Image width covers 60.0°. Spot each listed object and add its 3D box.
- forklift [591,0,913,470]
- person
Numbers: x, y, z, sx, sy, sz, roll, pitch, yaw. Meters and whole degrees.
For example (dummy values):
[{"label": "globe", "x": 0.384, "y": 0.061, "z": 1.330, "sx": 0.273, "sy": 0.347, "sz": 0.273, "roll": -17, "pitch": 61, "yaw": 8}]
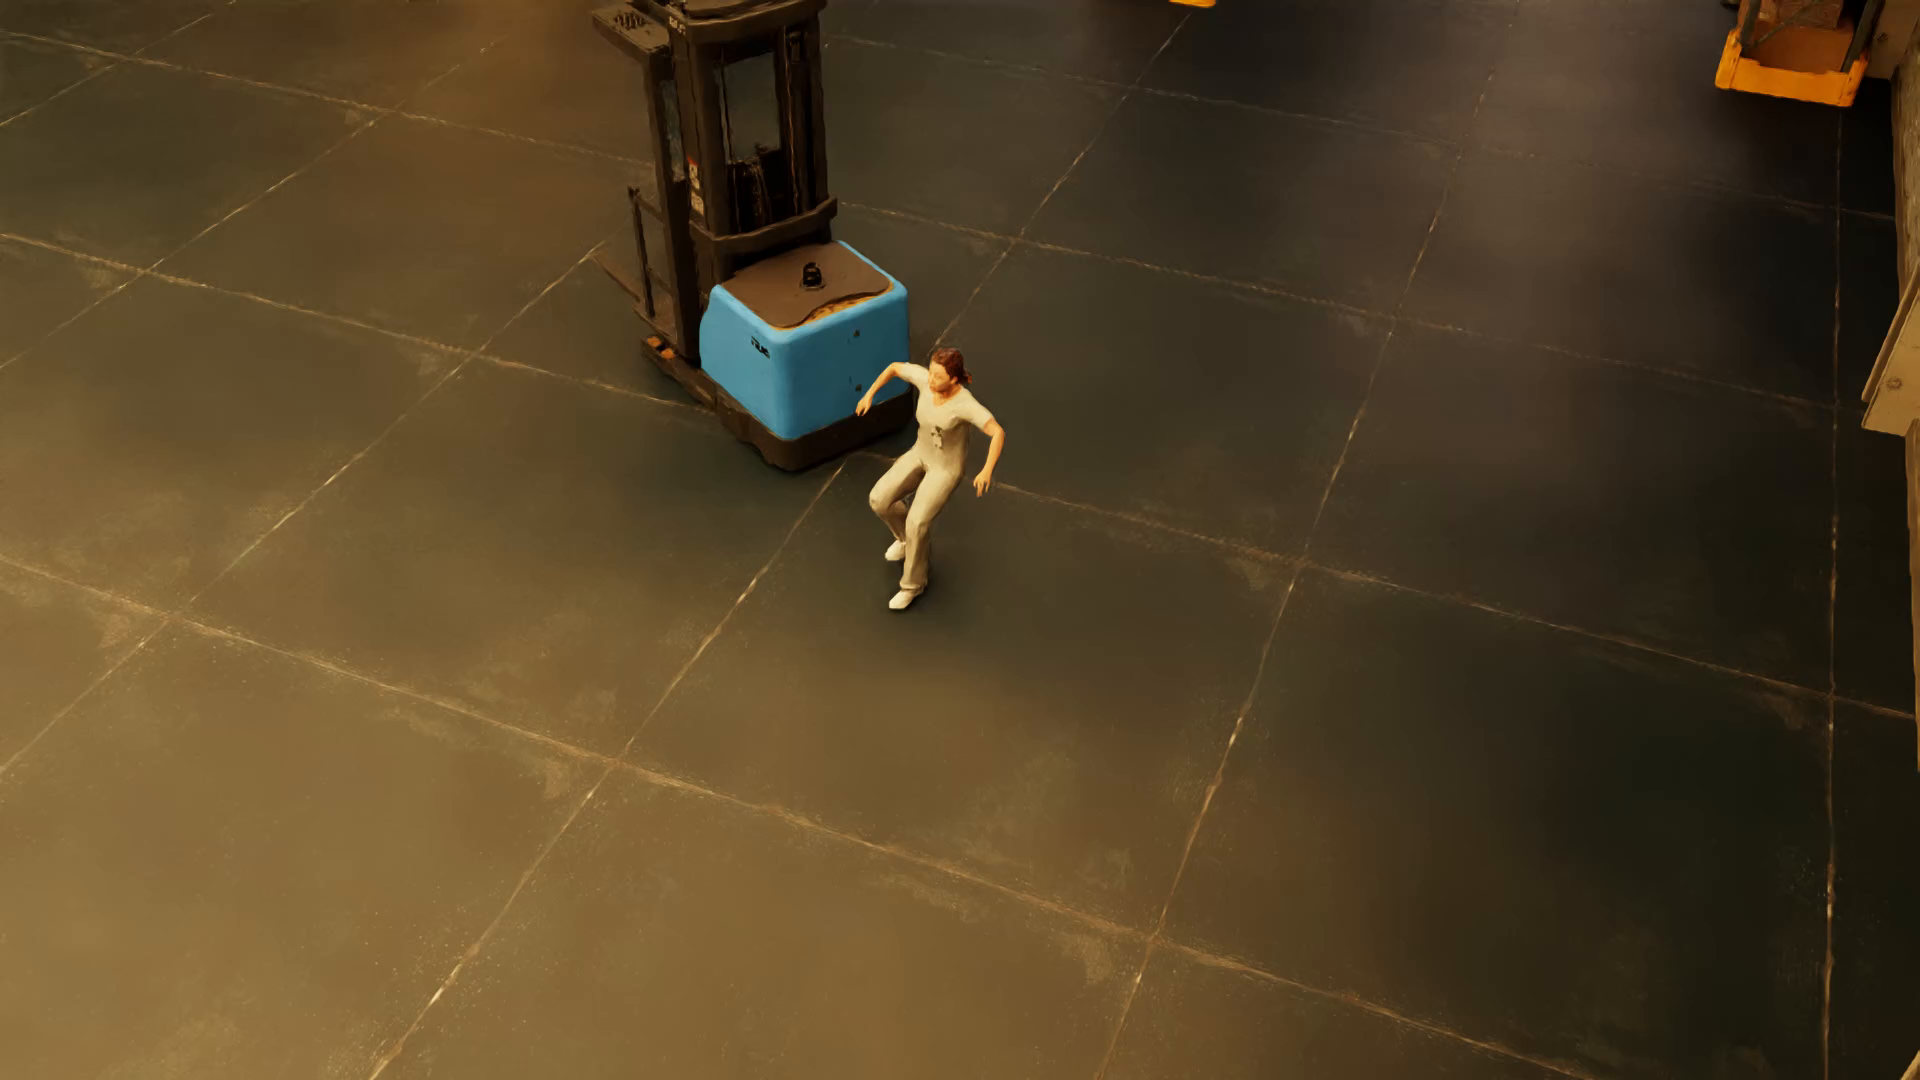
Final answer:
[{"label": "forklift", "x": -1.602, "y": -2.469, "z": 10.956, "sx": 1.130, "sy": 2.935, "sz": 3.031, "roll": -26, "pitch": 46, "yaw": -27}, {"label": "person", "x": -0.237, "y": -0.381, "z": 9.591, "sx": 1.082, "sy": 1.481, "sz": 0.800, "roll": 29, "pitch": 48, "yaw": 30}]
